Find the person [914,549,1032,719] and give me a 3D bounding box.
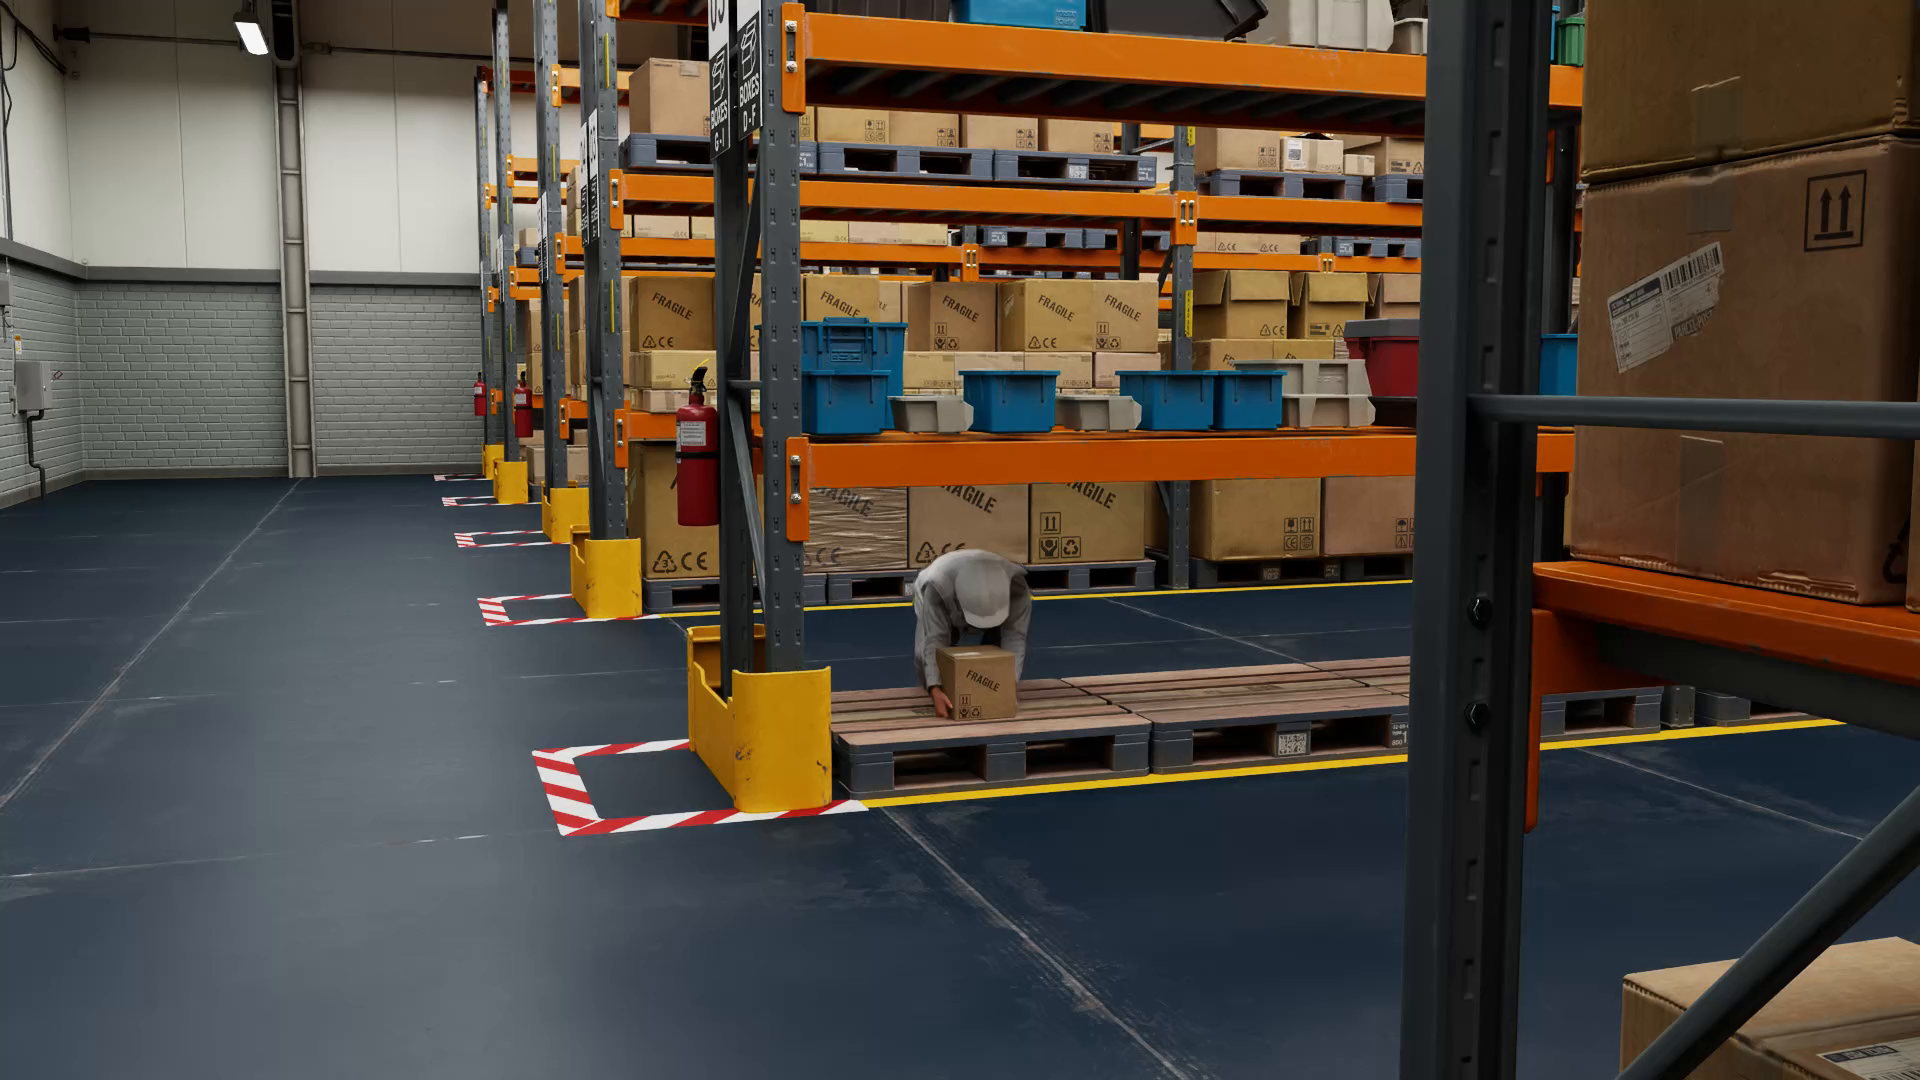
[{"bbox_3d":[0.054,0.450,7.036,0.496,0.817,1.193,0,6,-3],"label":"person"}]
